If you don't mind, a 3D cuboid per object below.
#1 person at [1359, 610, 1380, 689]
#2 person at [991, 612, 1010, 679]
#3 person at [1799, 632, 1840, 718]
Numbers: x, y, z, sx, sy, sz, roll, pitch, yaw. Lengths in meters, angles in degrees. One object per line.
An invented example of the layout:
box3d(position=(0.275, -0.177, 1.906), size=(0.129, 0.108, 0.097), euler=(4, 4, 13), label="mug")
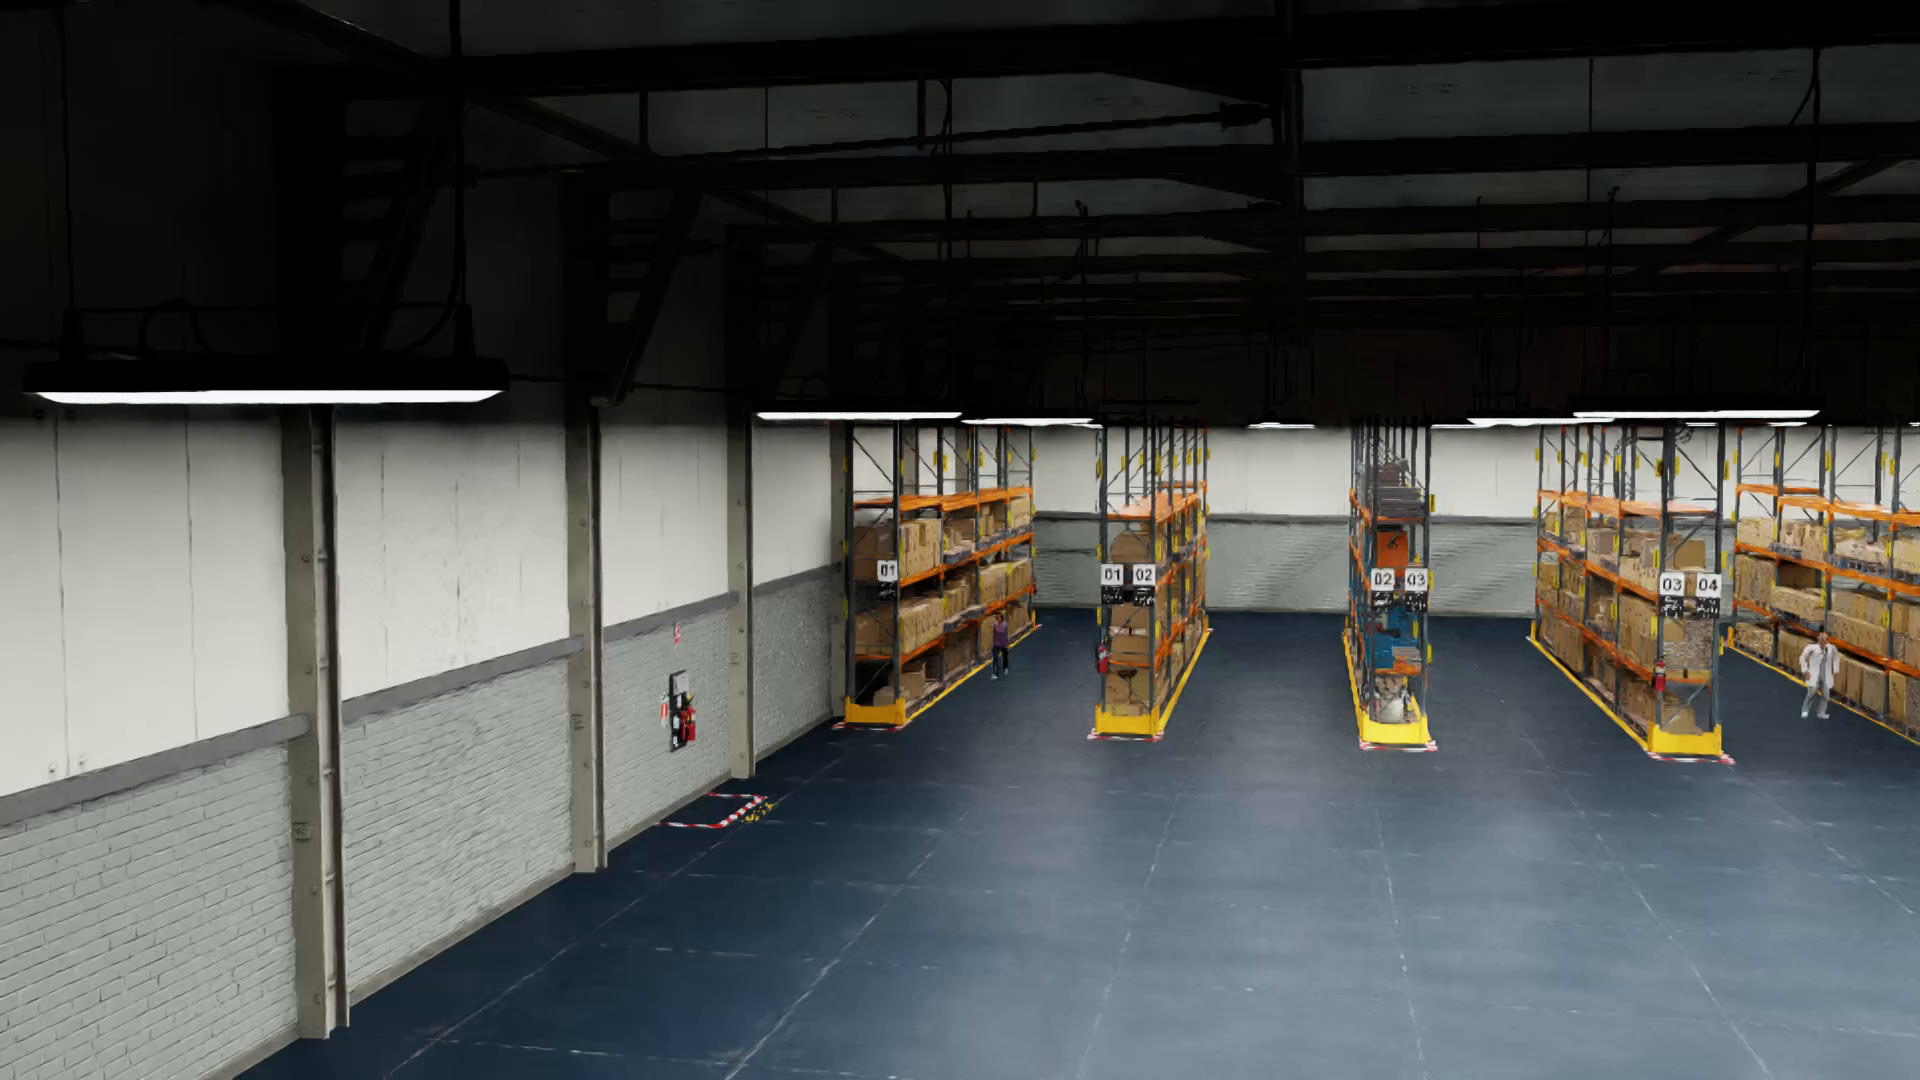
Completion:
box3d(position=(8.705, 2.313, 35.310), size=(0.472, 1.666, 0.639), euler=(2, 4, 23), label="person")
box3d(position=(0.955, 2.400, 38.314), size=(0.416, 1.520, 1.034), euler=(1, 4, 11), label="person")
box3d(position=(17.015, 2.668, 32.942), size=(0.729, 1.733, 0.546), euler=(1, 4, 10), label="person")
